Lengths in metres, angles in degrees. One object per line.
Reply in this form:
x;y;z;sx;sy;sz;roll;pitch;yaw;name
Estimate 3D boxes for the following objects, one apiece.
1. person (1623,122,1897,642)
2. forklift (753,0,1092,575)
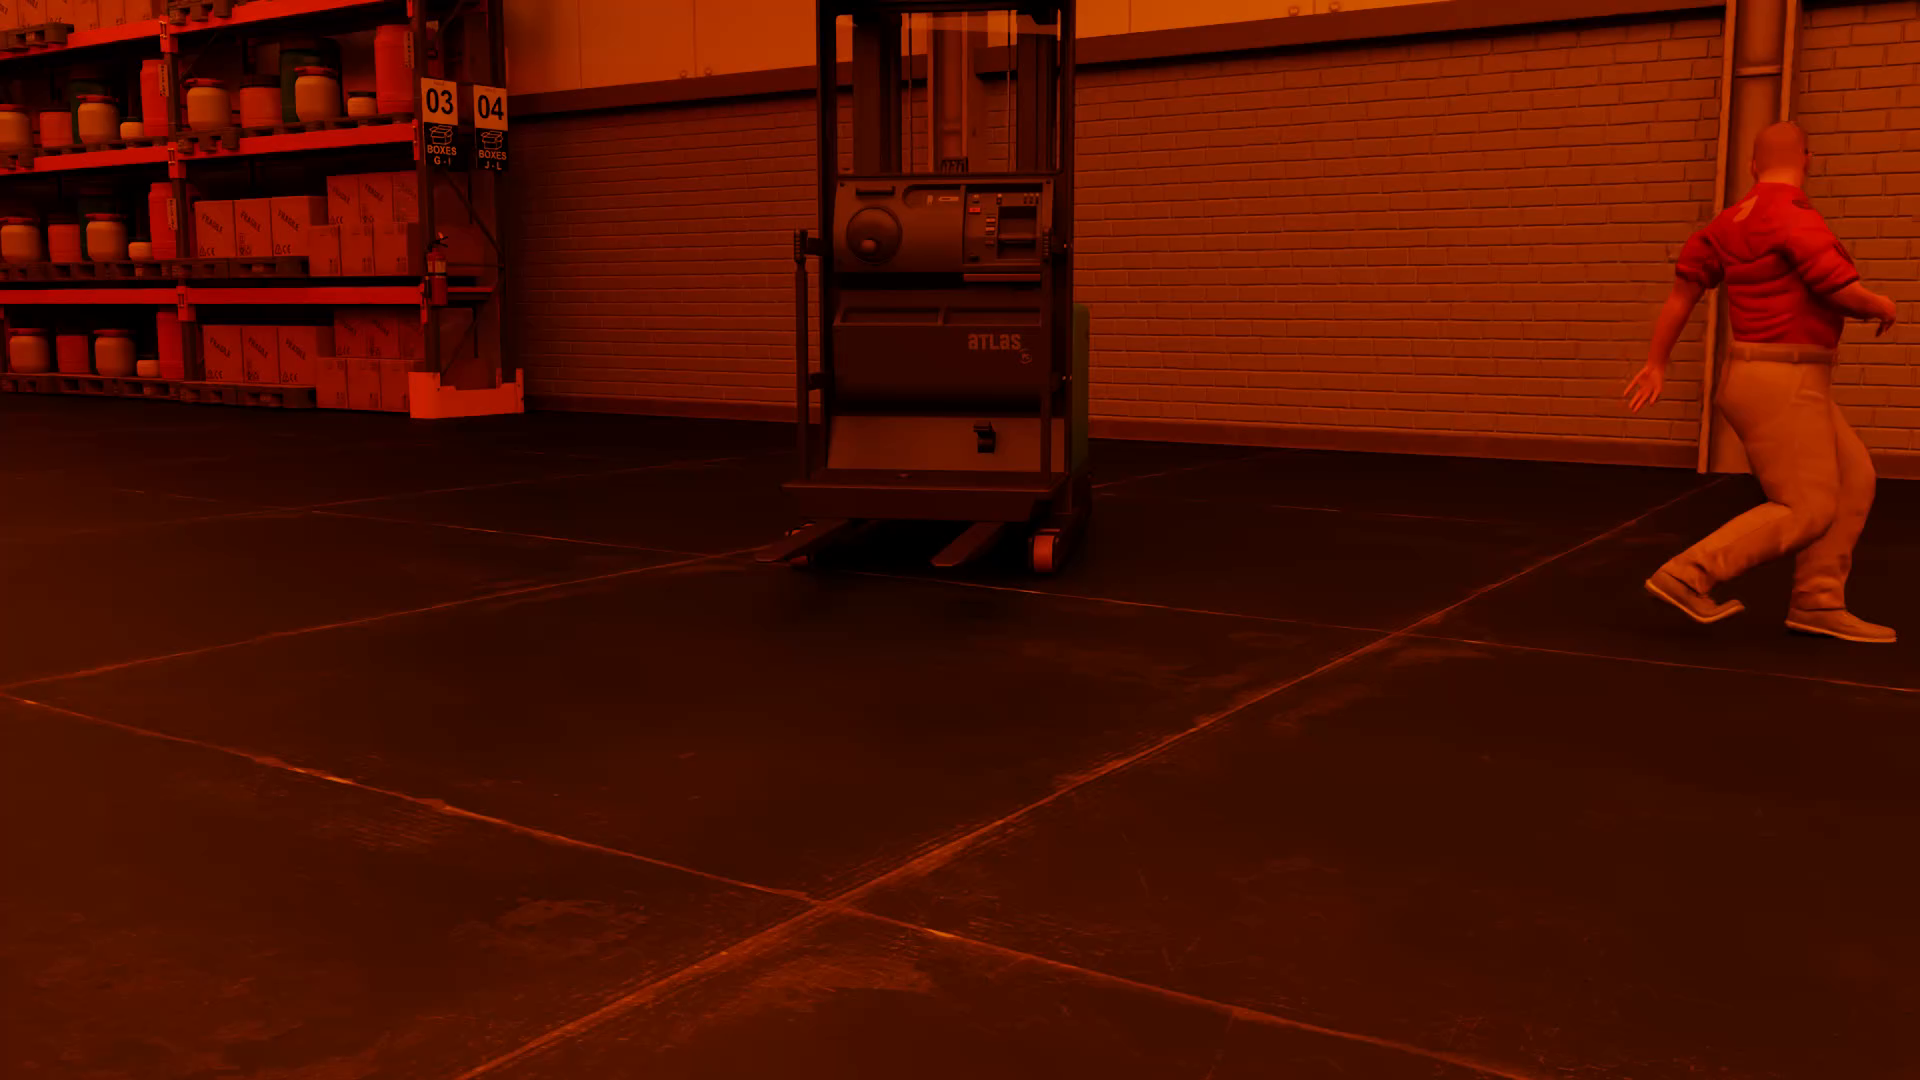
2.606;-0.497;5.343;0.841;1.649;0.598;2;8;16;person
-0.104;-1.364;6.788;1.130;2.935;3.031;1;8;9;forklift
